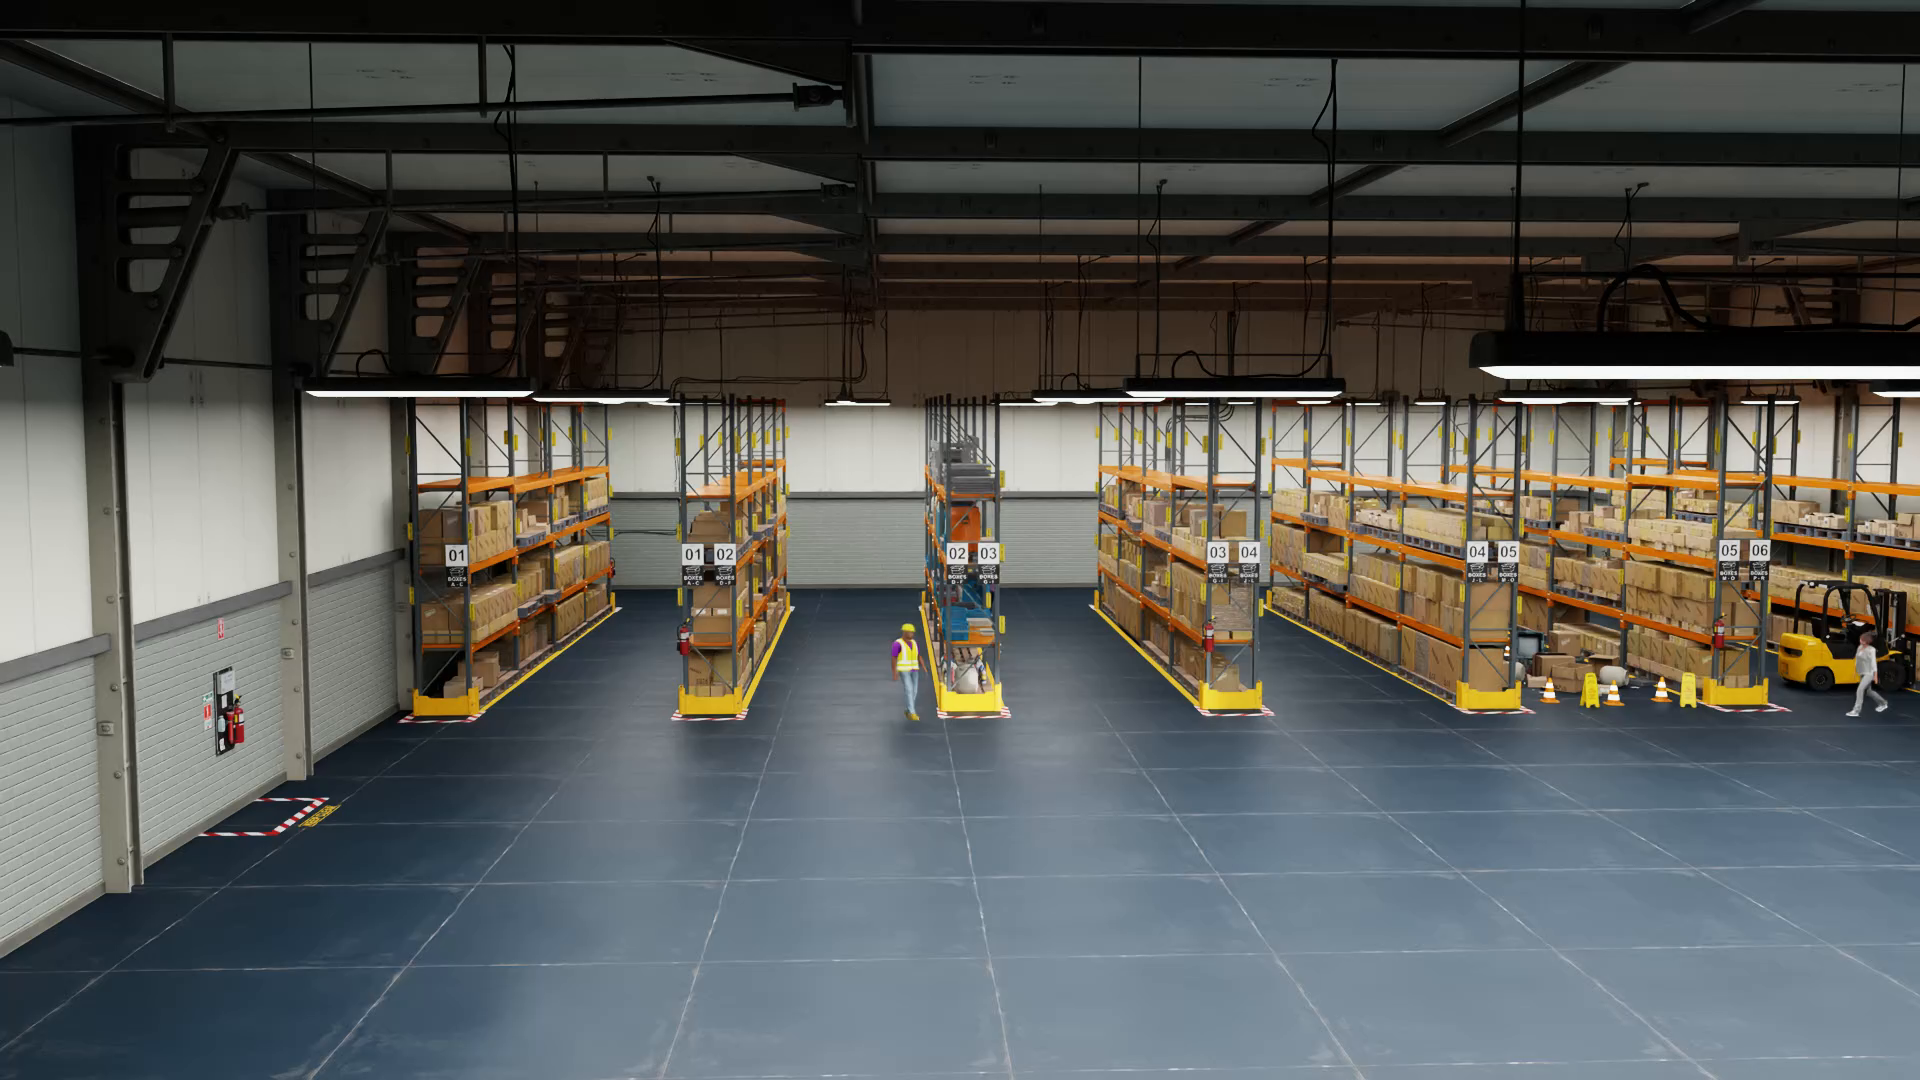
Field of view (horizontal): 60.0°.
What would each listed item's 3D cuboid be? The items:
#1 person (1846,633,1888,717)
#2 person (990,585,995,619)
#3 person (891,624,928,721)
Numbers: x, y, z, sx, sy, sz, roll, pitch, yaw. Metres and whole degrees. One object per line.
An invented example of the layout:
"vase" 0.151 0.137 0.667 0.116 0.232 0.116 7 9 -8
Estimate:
"person" 16.870 2.493 30.898 0.917 1.551 0.434 -1 5 -9
"person" 0.824 1.358 45.211 0.421 1.539 0.972 -1 5 -9
"person" -0.849 2.443 30.642 0.599 1.748 0.822 -4 6 -39
